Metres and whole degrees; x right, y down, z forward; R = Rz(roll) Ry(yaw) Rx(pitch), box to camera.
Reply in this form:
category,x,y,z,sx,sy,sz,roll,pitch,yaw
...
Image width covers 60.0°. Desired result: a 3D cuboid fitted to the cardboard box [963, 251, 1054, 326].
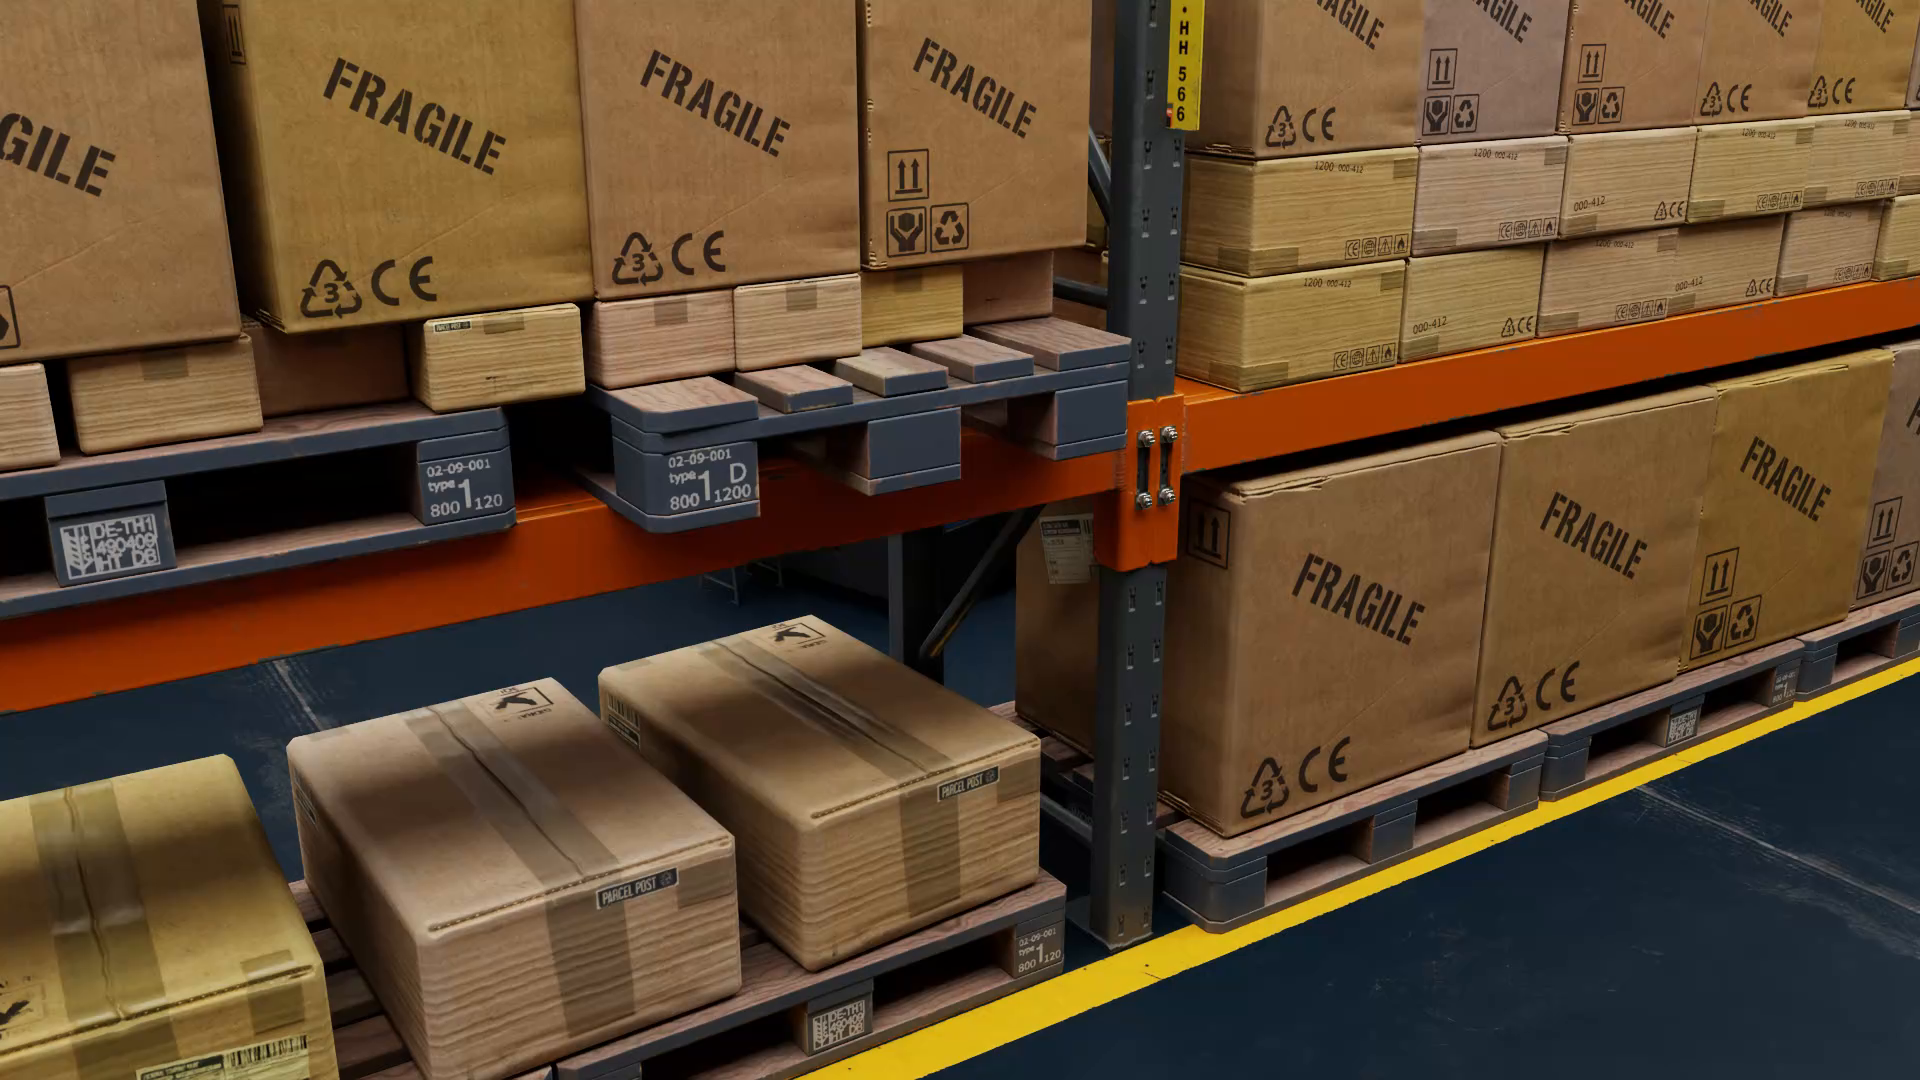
category,x,y,z,sx,sy,sz,roll,pitch,yaw
cardboard box,-0.014,-0.557,3.445,0.250,0.149,0.380,-11,22,-29

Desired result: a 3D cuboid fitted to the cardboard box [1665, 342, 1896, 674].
category,x,y,z,sx,sy,sz,roll,pitch,yaw
cardboard box,2.247,-0.203,5.323,0.875,0.875,0.875,-11,22,-30

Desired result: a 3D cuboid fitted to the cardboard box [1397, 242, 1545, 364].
category,x,y,z,sx,sy,sz,roll,pitch,yaw
cardboard box,1.097,-0.641,4.190,0.500,0.250,0.500,-13,22,-33

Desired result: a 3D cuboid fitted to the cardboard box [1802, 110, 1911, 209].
category,x,y,z,sx,sy,sz,roll,pitch,yaw
cardboard box,2.394,-1.142,4.894,0.500,0.250,0.500,-11,22,-30

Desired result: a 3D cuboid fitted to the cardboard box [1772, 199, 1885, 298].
category,x,y,z,sx,sy,sz,roll,pitch,yaw
cardboard box,2.377,-0.911,4.991,0.500,0.250,0.500,-13,22,-33

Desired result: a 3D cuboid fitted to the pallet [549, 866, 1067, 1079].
category,x,y,z,sx,sy,sz,roll,pitch,yaw
pallet,-0.523,0.861,3.869,1.213,0.211,1.003,-12,22,-31

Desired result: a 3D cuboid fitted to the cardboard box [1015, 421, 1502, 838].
category,x,y,z,sx,sy,sz,roll,pitch,yaw
cardboard box,0.753,0.111,4.396,0.875,0.875,0.875,-12,22,-32

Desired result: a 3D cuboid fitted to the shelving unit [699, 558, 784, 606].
category,x,y,z,sx,sy,sz,roll,pitch,yaw
shelving unit,-0.834,-0.237,6.021,0.210,0.900,0.258,-22,28,-39

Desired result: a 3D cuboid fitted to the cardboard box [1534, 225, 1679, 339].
category,x,y,z,sx,sy,sz,roll,pitch,yaw
cardboard box,1.538,-0.731,4.459,0.500,0.250,0.500,-11,22,-30

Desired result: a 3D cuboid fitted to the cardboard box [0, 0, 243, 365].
category,x,y,z,sx,sy,sz,roll,pitch,yaw
cardboard box,-1.399,-0.551,2.415,0.500,0.500,0.500,-13,23,-34

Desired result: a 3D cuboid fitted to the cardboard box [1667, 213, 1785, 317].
category,x,y,z,sx,sy,sz,roll,pitch,yaw
cardboard box,1.948,-0.819,4.719,0.500,0.250,0.500,-12,22,-31

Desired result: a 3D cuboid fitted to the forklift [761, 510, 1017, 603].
category,x,y,z,sx,sy,sz,roll,pitch,yaw
forklift,0.391,-1.565,6.796,1.130,2.935,3.031,14,23,36

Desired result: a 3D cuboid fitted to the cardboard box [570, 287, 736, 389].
category,x,y,z,sx,sy,sz,roll,pitch,yaw
cardboard box,-0.598,-0.392,2.956,0.250,0.149,0.380,-13,23,-34

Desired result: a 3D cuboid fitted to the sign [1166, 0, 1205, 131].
category,x,y,z,sx,sy,sz,roll,pitch,yaw
sign,0.437,-0.965,3.231,0.005,0.325,0.100,-12,22,-31

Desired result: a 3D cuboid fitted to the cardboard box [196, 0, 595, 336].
category,x,y,z,sx,sy,sz,roll,pitch,yaw
cardboard box,-0.943,-0.647,2.699,0.500,0.500,0.500,-14,23,-35

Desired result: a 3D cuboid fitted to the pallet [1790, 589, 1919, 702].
category,x,y,z,sx,sy,sz,roll,pitch,yaw
pallet,2.868,0.175,5.898,1.213,0.211,1.003,-12,22,-31

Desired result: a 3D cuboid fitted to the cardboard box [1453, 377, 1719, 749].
category,x,y,z,sx,sy,sz,roll,pitch,yaw
cardboard box,1.500,-0.045,4.857,0.875,0.875,0.875,-12,22,-31

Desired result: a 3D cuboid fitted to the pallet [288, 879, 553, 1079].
category,x,y,z,sx,sy,sz,roll,pitch,yaw
pallet,-1.541,1.074,3.237,1.213,0.211,1.003,-12,22,-31

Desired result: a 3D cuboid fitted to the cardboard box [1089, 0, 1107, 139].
category,x,y,z,sx,sy,sz,roll,pitch,yaw
cardboard box,0.418,-1.280,4.129,0.500,0.500,0.500,-13,22,-33

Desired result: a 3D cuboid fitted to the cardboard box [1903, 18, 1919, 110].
category,x,y,z,sx,sy,sz,roll,pitch,yaw
cardboard box,2.808,-1.584,5.030,0.500,0.500,0.500,-11,22,-30

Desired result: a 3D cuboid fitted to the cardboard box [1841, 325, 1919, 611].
category,x,y,z,sx,sy,sz,roll,pitch,yaw
cardboard box,2.997,-0.364,5.799,0.875,0.875,0.875,-11,22,-30

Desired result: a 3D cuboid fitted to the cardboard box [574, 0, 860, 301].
category,x,y,z,sx,sy,sz,roll,pitch,yaw
cardboard box,-0.522,-0.736,2.963,0.500,0.500,0.500,-12,22,-32

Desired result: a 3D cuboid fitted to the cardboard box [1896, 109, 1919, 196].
category,x,y,z,sx,sy,sz,roll,pitch,yaw
cardboard box,2.823,-1.235,5.168,0.500,0.250,0.500,-11,22,-30

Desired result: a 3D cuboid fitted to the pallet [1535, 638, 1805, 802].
category,x,y,z,sx,sy,sz,roll,pitch,yaw
pallet,1.848,0.391,5.258,1.213,0.211,1.003,-12,22,-31

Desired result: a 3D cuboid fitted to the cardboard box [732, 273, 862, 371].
category,x,y,z,sx,sy,sz,roll,pitch,yaw
cardboard box,-0.384,-0.434,3.081,0.250,0.149,0.380,-12,22,-32

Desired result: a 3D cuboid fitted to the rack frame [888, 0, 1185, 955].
category,x,y,z,sx,sy,sz,roll,pitch,yaw
rack frame,0.130,-0.598,3.829,0.127,3.000,1.000,-12,22,-31

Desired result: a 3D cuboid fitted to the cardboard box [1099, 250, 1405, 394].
category,x,y,z,sx,sy,sz,roll,pitch,yaw
cardboard box,0.678,-0.545,3.909,0.500,0.250,0.500,-12,22,-32

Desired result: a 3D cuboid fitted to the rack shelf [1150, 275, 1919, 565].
category,x,y,z,sx,sy,sz,roll,pitch,yaw
rack shelf,1.801,-0.609,4.986,4.000,0.370,1.077,-12,22,-31

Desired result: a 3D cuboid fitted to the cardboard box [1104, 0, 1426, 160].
category,x,y,z,sx,sy,sz,roll,pitch,yaw
cardboard box,0.677,-1.140,3.716,0.500,0.500,0.500,-13,22,-33

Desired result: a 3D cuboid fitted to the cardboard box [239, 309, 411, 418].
category,x,y,z,sx,sy,sz,roll,pitch,yaw
cardboard box,-1.100,-0.329,2.770,0.250,0.149,0.380,-12,22,-31

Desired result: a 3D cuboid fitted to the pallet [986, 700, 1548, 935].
category,x,y,z,sx,sy,sz,roll,pitch,yaw
pallet,0.830,0.605,4.626,1.213,0.211,1.003,-12,22,-31

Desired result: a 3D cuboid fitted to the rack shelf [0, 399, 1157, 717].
category,x,y,z,sx,sy,sz,roll,pitch,yaw
rack shelf,-1.540,0.096,2.902,4.000,0.370,1.077,-12,22,-31

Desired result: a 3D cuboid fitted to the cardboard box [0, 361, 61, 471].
category,x,y,z,sx,sy,sz,roll,pitch,yaw
cardboard box,-1.471,-0.208,2.413,0.250,0.149,0.380,-11,22,-29

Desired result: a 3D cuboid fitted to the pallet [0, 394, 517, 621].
category,x,y,z,sx,sy,sz,roll,pitch,yaw
pallet,-1.500,-0.147,2.796,1.213,0.211,1.003,-12,22,-31

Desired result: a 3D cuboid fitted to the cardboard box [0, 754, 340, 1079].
category,x,y,z,sx,sy,sz,roll,pitch,yaw
cardboard box,-1.595,0.809,3.114,0.625,0.372,0.950,-11,22,-30

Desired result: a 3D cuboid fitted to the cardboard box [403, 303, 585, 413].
category,x,y,z,sx,sy,sz,roll,pitch,yaw
cardboard box,-0.821,-0.339,2.802,0.250,0.149,0.380,-11,22,-30

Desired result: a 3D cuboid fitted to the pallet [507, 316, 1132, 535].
category,x,y,z,sx,sy,sz,roll,pitch,yaw
pallet,-0.406,-0.353,3.404,1.003,0.211,1.213,-12,22,-31

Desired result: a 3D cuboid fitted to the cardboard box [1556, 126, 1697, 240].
category,x,y,z,sx,sy,sz,roll,pitch,yaw
cardboard box,1.545,-0.962,4.359,0.500,0.250,0.500,-12,22,-32

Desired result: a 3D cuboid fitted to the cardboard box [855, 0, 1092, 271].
category,x,y,z,sx,sy,sz,roll,pitch,yaw
cardboard box,-0.096,-0.830,3.241,0.500,0.500,0.500,-13,22,-33

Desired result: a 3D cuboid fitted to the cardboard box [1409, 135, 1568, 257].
category,x,y,z,sx,sy,sz,roll,pitch,yaw
cardboard box,1.122,-0.877,4.110,0.500,0.250,0.500,-11,22,-30

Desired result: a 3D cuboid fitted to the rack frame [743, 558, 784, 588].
category,x,y,z,sx,sy,sz,roll,pitch,yaw
rack frame,-0.761,-0.267,6.085,0.006,0.900,0.240,-22,28,-39

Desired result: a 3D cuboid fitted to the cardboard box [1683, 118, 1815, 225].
category,x,y,z,sx,sy,sz,roll,pitch,yaw
cardboard box,1.976,-1.048,4.613,0.500,0.250,0.500,-11,22,-30

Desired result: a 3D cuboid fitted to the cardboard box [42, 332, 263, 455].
category,x,y,z,sx,sy,sz,roll,pitch,yaw
cardboard box,-1.264,-0.263,2.575,0.250,0.149,0.380,-13,22,-33

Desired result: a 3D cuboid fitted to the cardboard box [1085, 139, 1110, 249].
category,x,y,z,sx,sy,sz,roll,pitch,yaw
cardboard box,0.395,-0.917,4.226,0.500,0.250,0.500,-12,22,-32

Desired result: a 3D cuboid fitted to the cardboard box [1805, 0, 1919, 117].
category,x,y,z,sx,sy,sz,roll,pitch,yaw
cardboard box,2.374,-1.500,4.781,0.500,0.500,0.500,-11,22,-30

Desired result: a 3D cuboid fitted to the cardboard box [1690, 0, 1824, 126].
category,x,y,z,sx,sy,sz,roll,pitch,yaw
cardboard box,1.950,-1.405,4.500,0.500,0.500,0.500,-12,22,-31

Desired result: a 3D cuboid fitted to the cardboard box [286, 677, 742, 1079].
category,x,y,z,sx,sy,sz,roll,pitch,yaw
cardboard box,-0.959,0.677,3.505,0.625,0.372,0.950,-12,22,-32

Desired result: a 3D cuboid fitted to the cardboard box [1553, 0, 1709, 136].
category,x,y,z,sx,sy,sz,roll,pitch,yaw
cardboard box,1.526,-1.317,4.239,0.500,0.500,0.500,-11,22,-30

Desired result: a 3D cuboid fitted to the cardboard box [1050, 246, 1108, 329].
category,x,y,z,sx,sy,sz,roll,pitch,yaw
cardboard box,0.410,-0.685,4.322,0.500,0.250,0.500,-13,23,-33

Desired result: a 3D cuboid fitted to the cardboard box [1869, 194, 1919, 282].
category,x,y,z,sx,sy,sz,roll,pitch,yaw
cardboard box,2.809,-0.995,5.239,0.500,0.250,0.500,-12,22,-32

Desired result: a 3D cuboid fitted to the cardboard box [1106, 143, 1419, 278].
category,x,y,z,sx,sy,sz,roll,pitch,yaw
cardboard box,0.689,-0.786,3.841,0.500,0.250,0.500,-12,22,-32

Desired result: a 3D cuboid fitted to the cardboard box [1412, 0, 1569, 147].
category,x,y,z,sx,sy,sz,roll,pitch,yaw
cardboard box,1.086,-1.230,3.982,0.500,0.500,0.500,-12,22,-31

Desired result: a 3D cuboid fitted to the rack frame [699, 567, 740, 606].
category,x,y,z,sx,sy,sz,roll,pitch,yaw
rack frame,-0.908,-0.208,5.957,0.006,0.900,0.240,-22,28,-39

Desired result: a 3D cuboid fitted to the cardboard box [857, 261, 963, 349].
category,x,y,z,sx,sy,sz,roll,pitch,yaw
cardboard box,-0.198,-0.490,3.248,0.250,0.149,0.380,-12,22,-31

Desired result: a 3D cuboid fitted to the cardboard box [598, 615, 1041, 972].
category,x,y,z,sx,sy,sz,roll,pitch,yaw
cardboard box,-0.347,0.545,3.896,0.625,0.372,0.950,-14,23,-35
